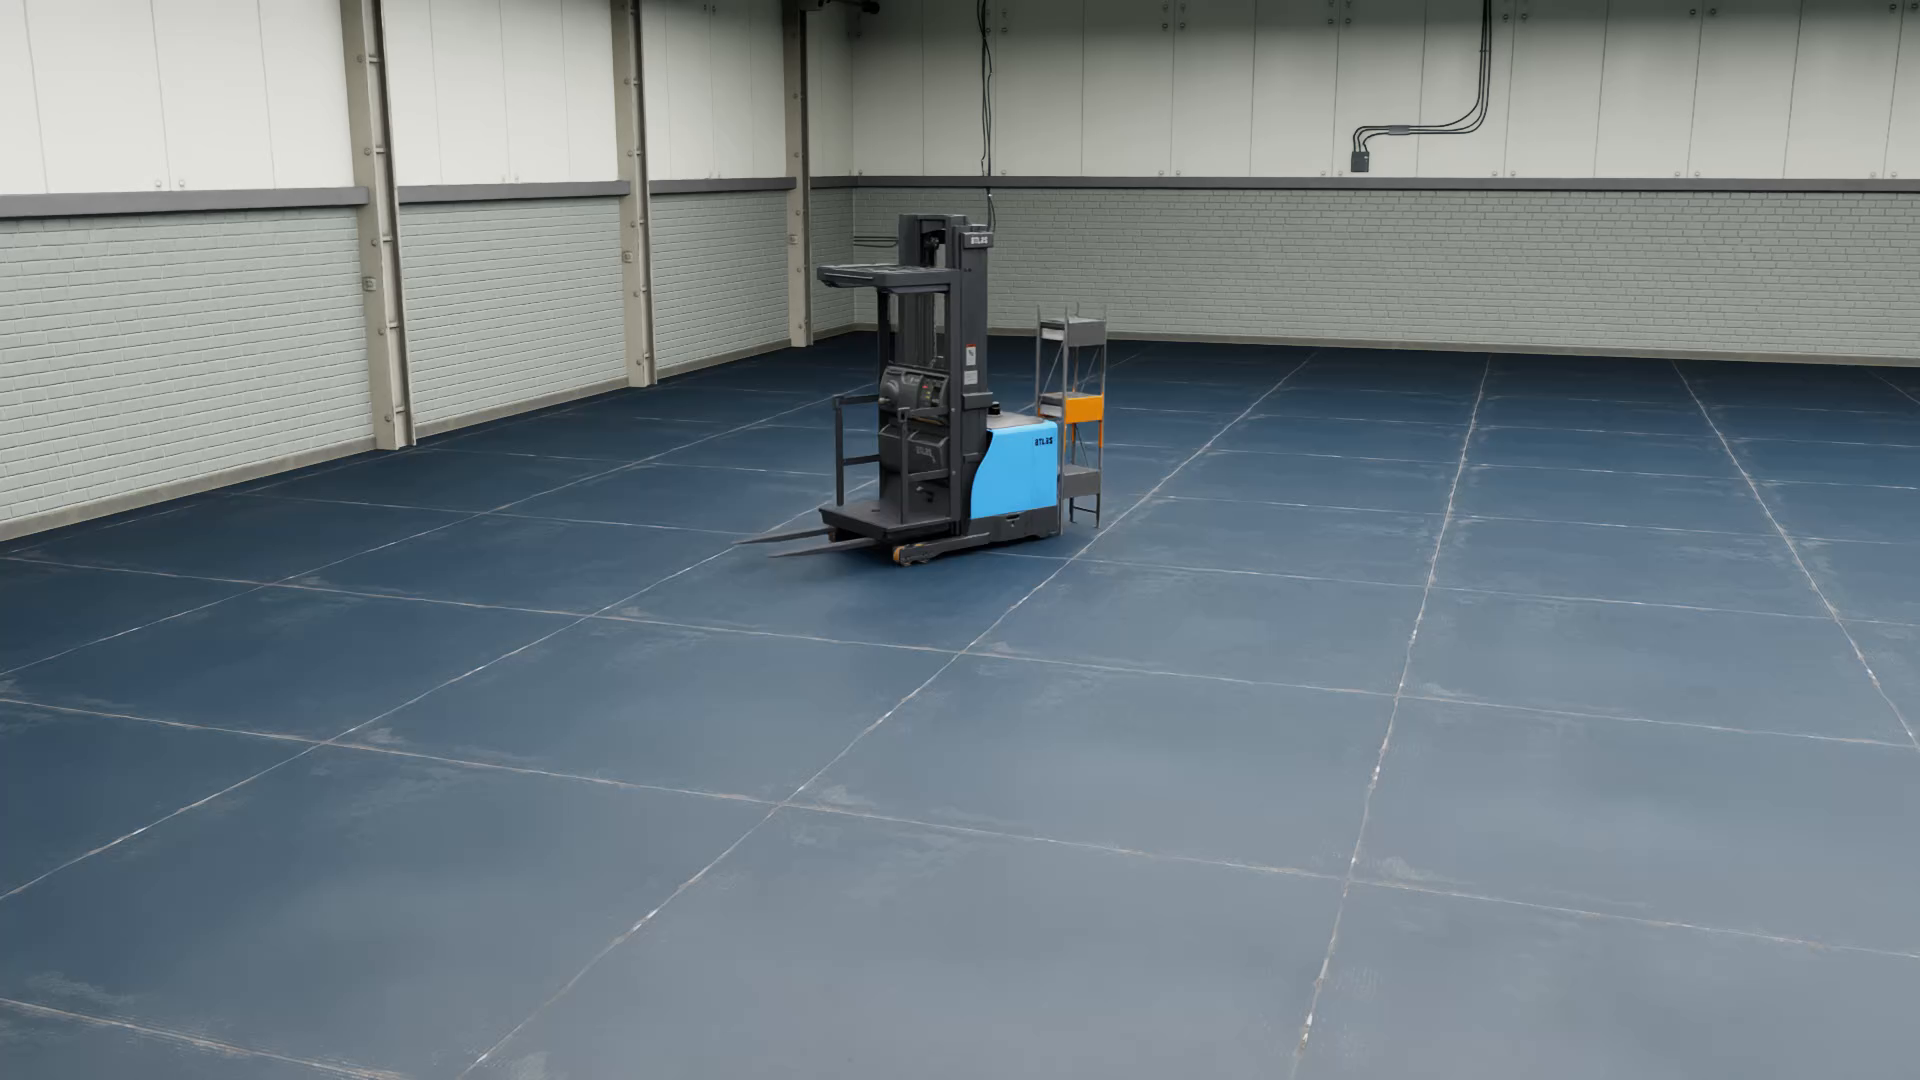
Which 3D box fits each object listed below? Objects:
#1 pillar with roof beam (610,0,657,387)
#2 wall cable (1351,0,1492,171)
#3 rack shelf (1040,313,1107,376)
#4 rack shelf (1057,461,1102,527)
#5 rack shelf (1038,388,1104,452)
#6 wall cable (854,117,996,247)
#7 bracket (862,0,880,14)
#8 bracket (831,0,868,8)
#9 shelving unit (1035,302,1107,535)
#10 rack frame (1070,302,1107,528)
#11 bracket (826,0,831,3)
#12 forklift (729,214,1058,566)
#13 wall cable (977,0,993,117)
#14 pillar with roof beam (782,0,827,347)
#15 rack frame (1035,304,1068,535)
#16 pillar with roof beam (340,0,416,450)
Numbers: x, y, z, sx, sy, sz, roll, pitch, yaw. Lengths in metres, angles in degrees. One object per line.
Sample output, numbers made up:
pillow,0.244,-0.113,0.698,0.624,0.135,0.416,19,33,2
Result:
pillar with roof beam,-0.850,-6.476,23.402,9.100,9.000,0.400,4,14,18
wall cable,8.200,-9.546,29.207,2.305,6.003,0.169,4,14,18
rack shelf,1.028,-1.811,15.361,0.480,0.518,0.431,-9,16,-39
rack shelf,1.007,-0.443,15.656,0.480,0.518,0.431,-9,16,-39
rack shelf,1.018,-1.127,15.509,0.480,0.518,0.431,-9,16,-39
wall cable,-0.777,-7.061,32.941,3.097,2.526,0.112,4,14,18
bracket,-1.745,-10.365,32.351,0.235,0.232,0.430,4,14,18
bracket,-1.936,-10.241,31.806,0.076,0.066,3.189,4,14,18
shelving unit,1.018,-1.140,15.506,0.503,2.100,0.431,-9,16,-39
rack frame,1.206,-1.170,15.658,0.015,2.100,0.400,-9,16,-39
bracket,-2.512,-9.866,30.165,0.235,0.232,0.430,4,14,18
forklift,-0.569,-1.340,14.533,3.031,2.935,1.130,-10,16,-37
wall cable,1.782,-9.328,31.525,3.097,2.526,0.112,4,14,18
pillar with roof beam,1.092,-7.740,28.937,9.100,9.000,0.548,4,14,18
rack frame,0.830,-1.110,15.354,0.015,2.100,0.400,-9,16,-39
pillar with roof beam,-2.791,-5.213,17.867,9.100,9.000,0.400,4,14,18
